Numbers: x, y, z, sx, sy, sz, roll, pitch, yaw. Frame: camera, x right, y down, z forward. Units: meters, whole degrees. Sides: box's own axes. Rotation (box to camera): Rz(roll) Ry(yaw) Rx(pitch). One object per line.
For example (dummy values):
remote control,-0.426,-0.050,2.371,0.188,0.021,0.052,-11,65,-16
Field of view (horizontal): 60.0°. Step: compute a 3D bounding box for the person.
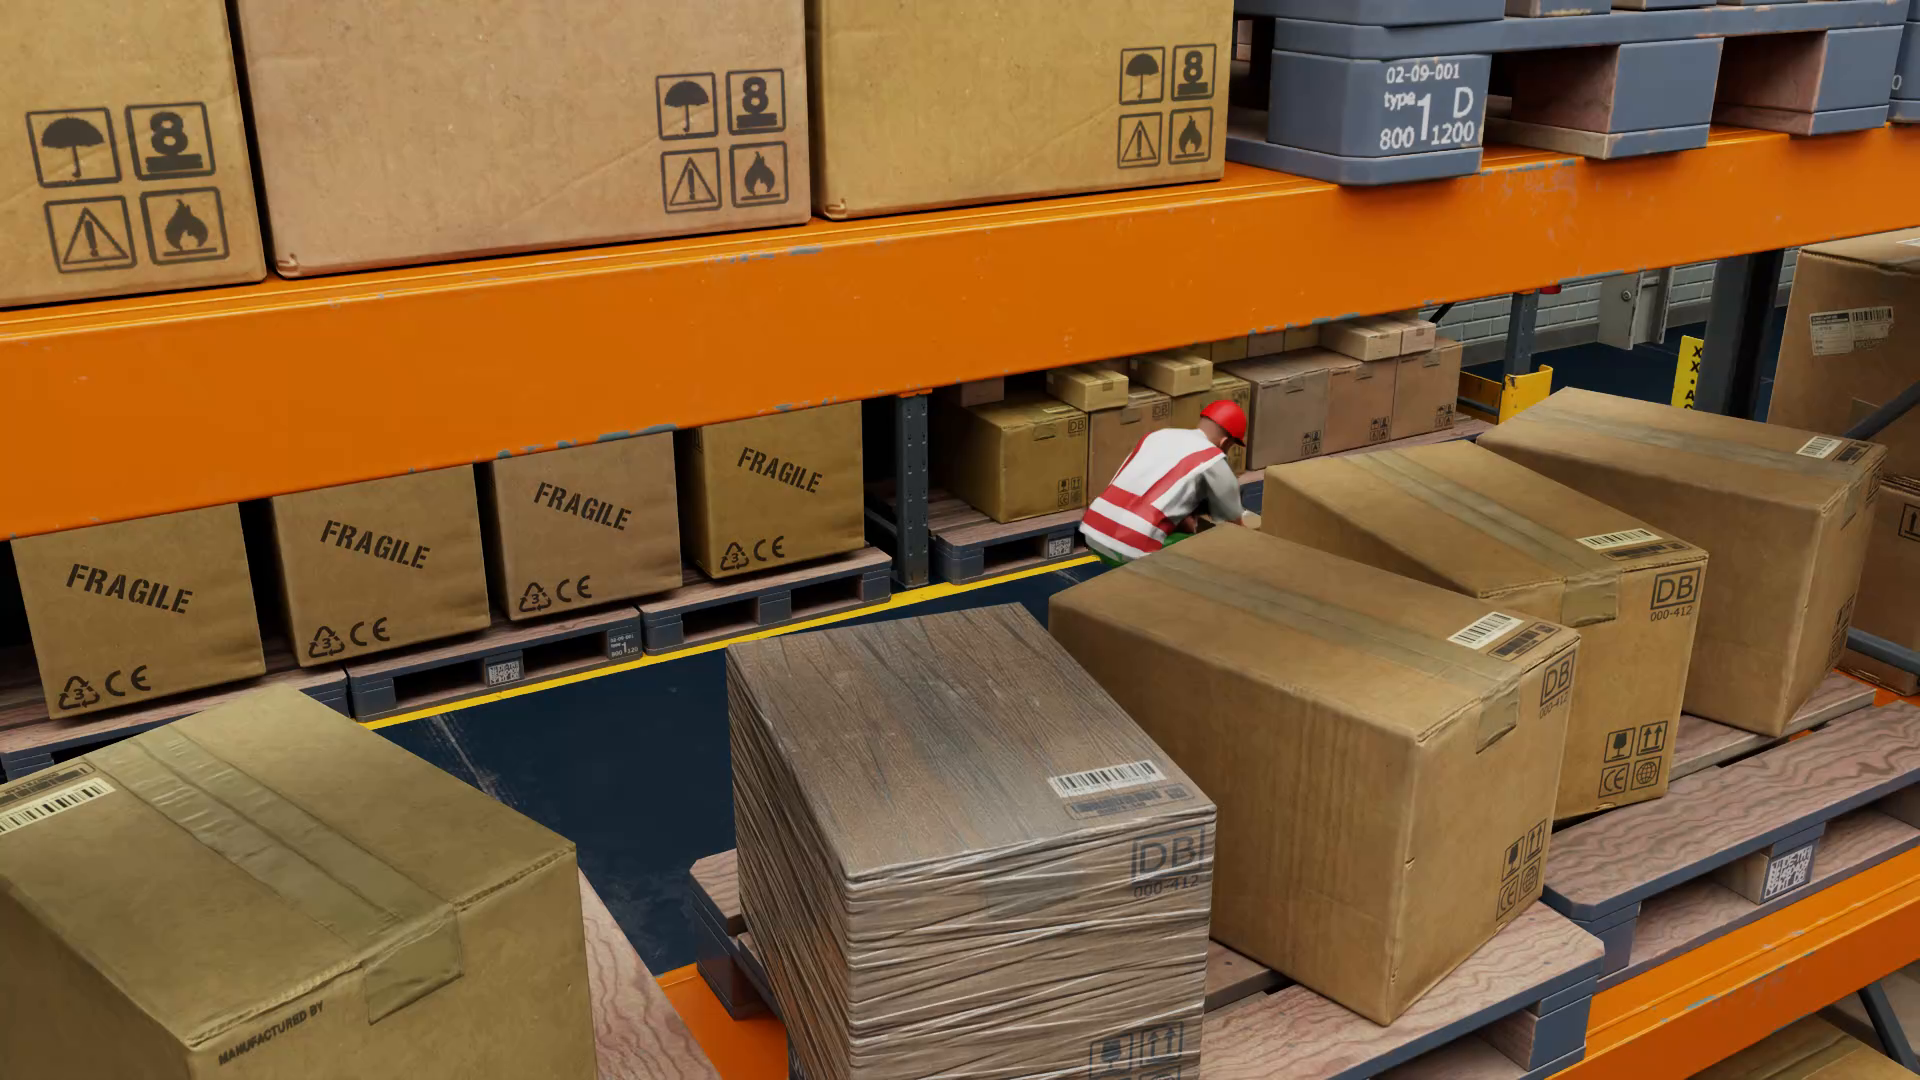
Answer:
person,0.933,-0.081,7.333,0.884,1.006,0.568,-12,25,-28
